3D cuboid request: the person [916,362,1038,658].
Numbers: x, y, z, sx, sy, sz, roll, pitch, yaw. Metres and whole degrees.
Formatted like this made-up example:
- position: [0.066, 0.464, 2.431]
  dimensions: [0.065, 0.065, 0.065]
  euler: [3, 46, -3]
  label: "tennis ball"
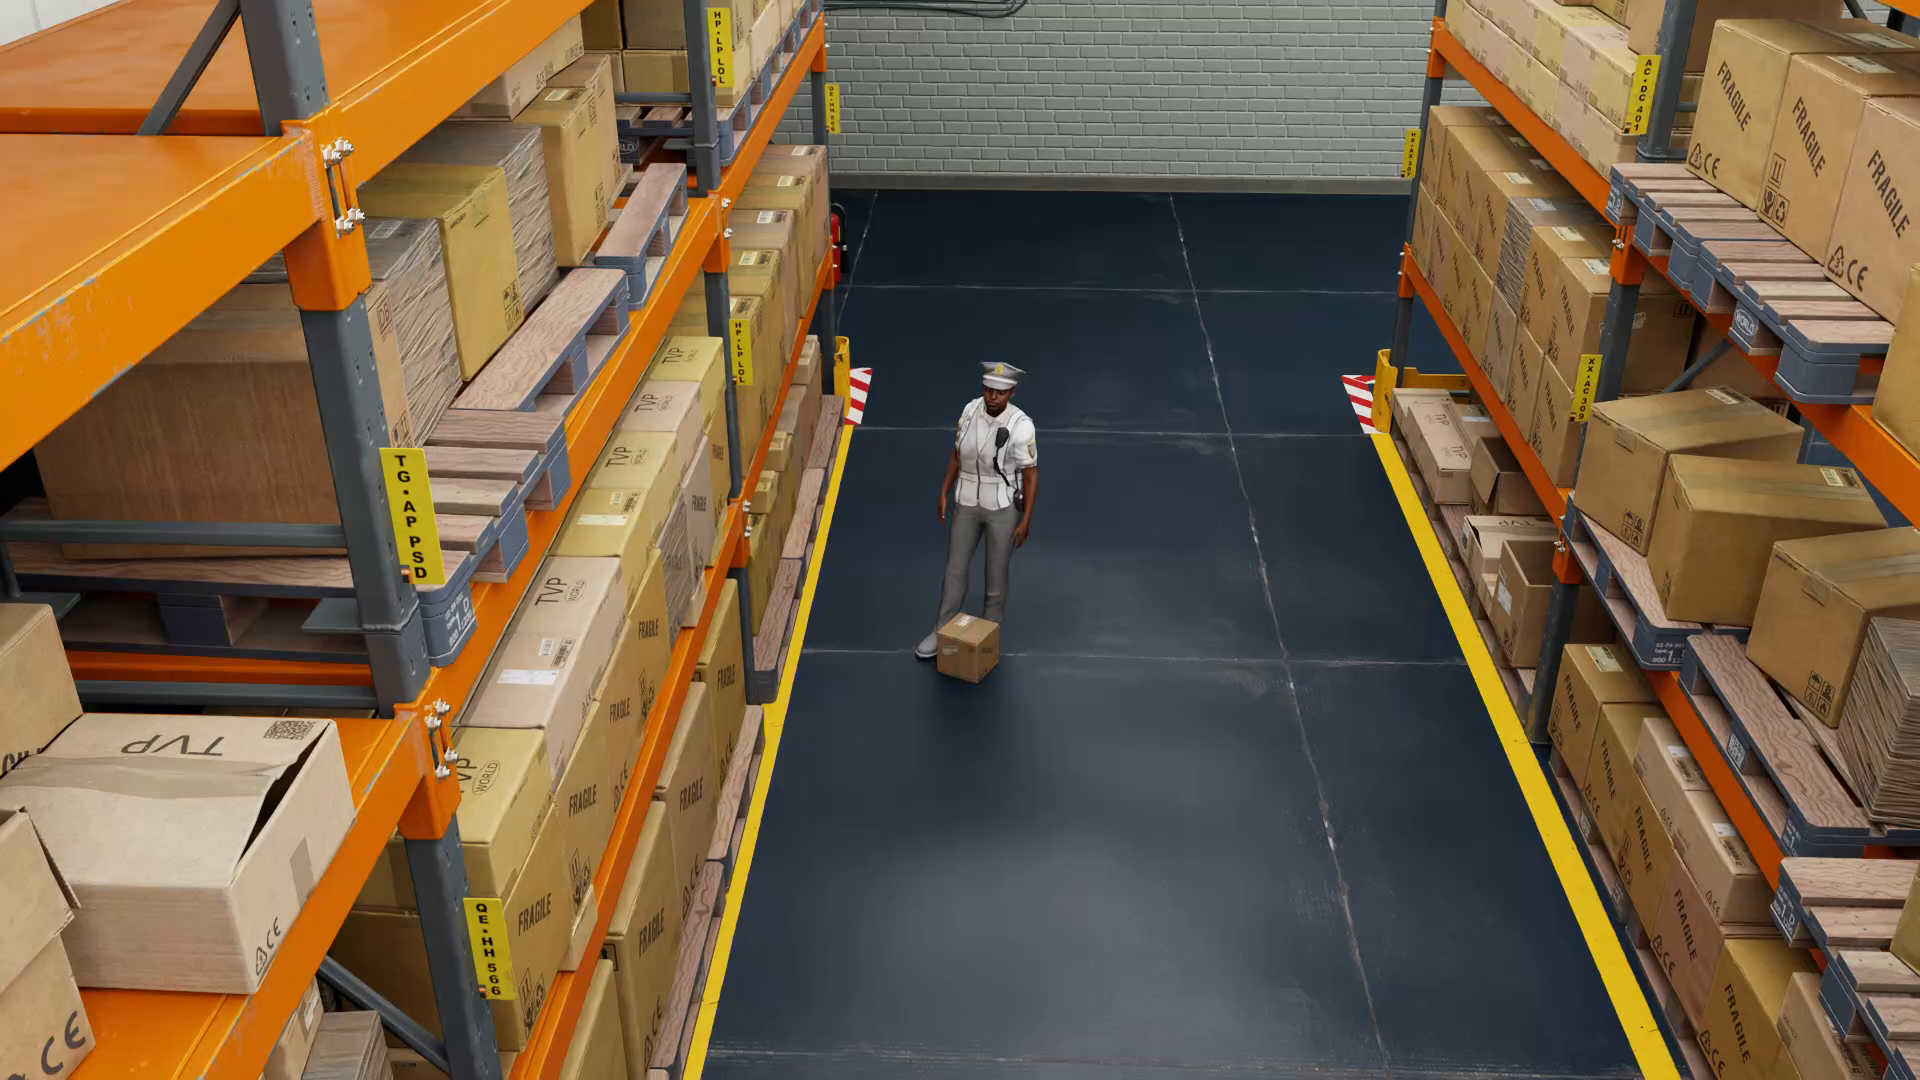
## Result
- position: [0.105, -0.152, 8.852]
  dimensions: [0.569, 1.694, 0.530]
  euler: [14, 31, 24]
  label: "person"
